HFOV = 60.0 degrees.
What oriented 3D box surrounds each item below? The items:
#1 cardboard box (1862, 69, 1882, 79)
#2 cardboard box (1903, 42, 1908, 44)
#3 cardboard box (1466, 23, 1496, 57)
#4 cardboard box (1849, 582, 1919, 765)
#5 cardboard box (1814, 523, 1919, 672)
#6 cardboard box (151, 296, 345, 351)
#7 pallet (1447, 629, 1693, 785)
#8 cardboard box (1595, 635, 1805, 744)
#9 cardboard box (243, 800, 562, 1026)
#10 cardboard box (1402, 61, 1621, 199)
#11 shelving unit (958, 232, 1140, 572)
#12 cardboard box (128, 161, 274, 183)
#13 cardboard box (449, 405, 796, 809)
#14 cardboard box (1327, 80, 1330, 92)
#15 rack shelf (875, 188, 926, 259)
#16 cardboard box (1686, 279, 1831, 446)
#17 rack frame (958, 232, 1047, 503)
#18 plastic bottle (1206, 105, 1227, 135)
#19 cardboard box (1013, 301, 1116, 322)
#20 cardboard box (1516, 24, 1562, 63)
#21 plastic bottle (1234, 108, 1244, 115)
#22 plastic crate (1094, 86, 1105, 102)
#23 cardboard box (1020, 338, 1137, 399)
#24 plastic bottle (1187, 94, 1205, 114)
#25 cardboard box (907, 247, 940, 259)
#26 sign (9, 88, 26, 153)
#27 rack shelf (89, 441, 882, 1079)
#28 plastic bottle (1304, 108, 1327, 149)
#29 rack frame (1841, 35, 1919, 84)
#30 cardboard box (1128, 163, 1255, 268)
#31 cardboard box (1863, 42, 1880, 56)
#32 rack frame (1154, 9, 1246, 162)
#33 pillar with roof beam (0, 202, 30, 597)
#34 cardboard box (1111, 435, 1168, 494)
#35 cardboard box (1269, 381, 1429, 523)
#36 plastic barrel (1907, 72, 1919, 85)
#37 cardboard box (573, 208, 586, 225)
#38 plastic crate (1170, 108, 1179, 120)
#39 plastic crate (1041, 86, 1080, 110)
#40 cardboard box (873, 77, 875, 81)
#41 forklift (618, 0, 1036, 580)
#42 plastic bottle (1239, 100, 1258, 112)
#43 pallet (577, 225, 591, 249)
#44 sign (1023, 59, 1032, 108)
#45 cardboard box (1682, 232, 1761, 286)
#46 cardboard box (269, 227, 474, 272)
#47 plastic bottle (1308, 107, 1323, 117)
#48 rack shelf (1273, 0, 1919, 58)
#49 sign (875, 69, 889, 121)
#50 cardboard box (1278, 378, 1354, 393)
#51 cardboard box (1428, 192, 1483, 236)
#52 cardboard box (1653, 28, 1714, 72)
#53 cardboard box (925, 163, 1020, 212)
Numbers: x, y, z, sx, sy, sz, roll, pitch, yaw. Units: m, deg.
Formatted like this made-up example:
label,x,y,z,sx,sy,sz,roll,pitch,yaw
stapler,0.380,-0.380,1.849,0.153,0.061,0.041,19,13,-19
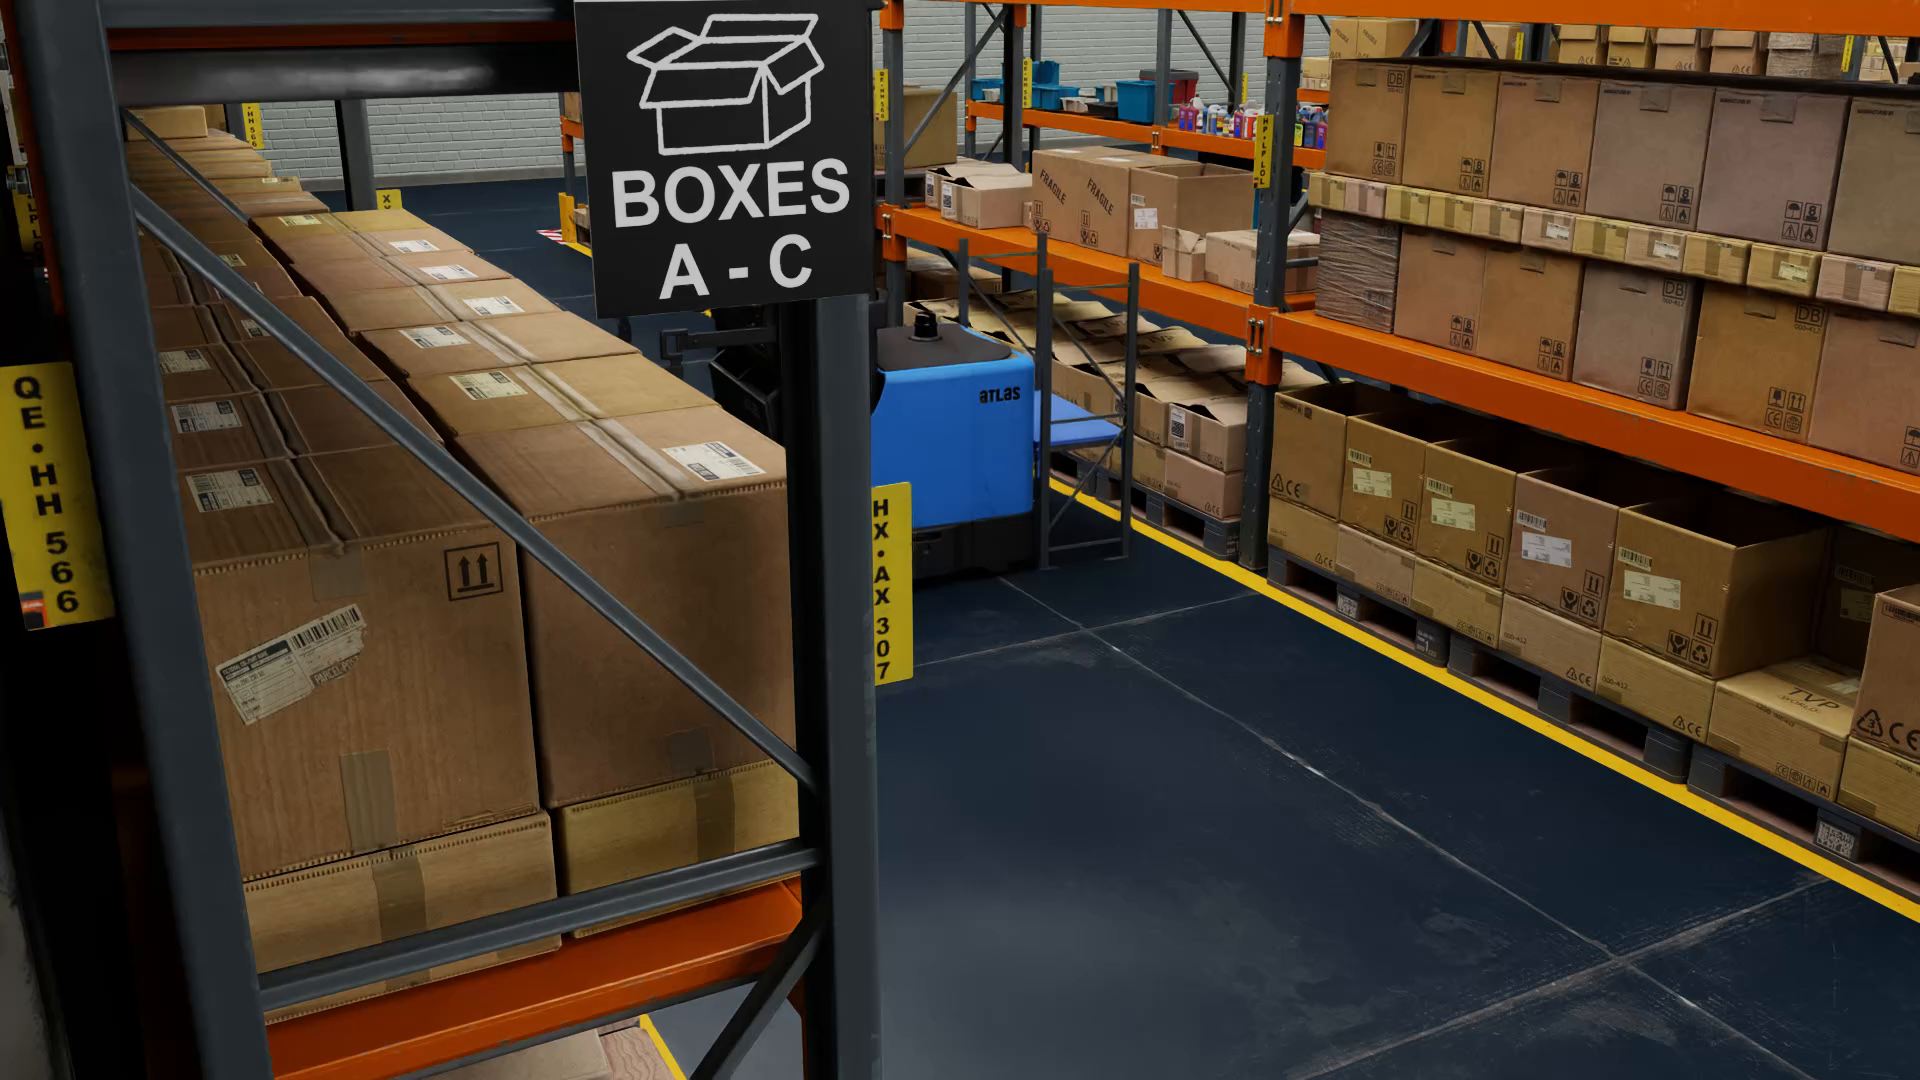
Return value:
label,x,y,z,sx,sy,sz,roll,pitch,yaw
cardboard box,11.230,-5.665,20.267,0.380,0.149,0.250,-10,21,-26
cardboard box,11.807,-6.045,20.456,0.380,0.149,0.250,-11,22,-28
cardboard box,6.094,-5.840,19.659,0.500,0.500,0.500,-10,21,-26
cardboard box,3.244,0.436,5.267,0.500,0.500,0.500,-10,21,-27
cardboard box,3.463,0.212,5.916,0.500,0.500,0.500,-10,21,-27
cardboard box,-1.727,-0.268,3.936,0.500,0.500,0.500,-10,21,-26
pallet,2.785,0.553,6.783,1.003,0.211,1.213,-10,21,-27
cardboard box,2.759,0.505,6.216,0.500,0.250,0.500,-10,21,-27
cardboard box,-0.990,0.523,2.793,0.500,0.250,0.500,-10,21,-26
cardboard box,2.319,-1.740,7.011,0.700,0.500,0.500,-10,21,-27
shelving unit,0.425,-0.742,8.558,0.538,1.500,1.048,-8,21,-22
cardboard box,-3.307,-1.335,7.151,0.700,0.500,0.500,-7,20,-19
cardboard box,-0.559,0.089,2.901,0.500,0.500,0.500,-10,21,-27
cardboard box,5.006,-5.910,21.624,0.380,0.149,0.250,-11,22,-28
rack shelf,-0.988,-2.733,13.134,1.077,0.370,4.000,-10,21,-27
cardboard box,3.066,-0.679,5.925,0.700,0.500,0.500,-10,21,-26
rack frame,0.227,-0.894,9.001,0.500,1.500,0.032,-8,21,-22
plastic bottle,2.482,-4.058,16.060,0.152,0.276,0.135,-10,21,-27
cardboard box,0.680,-1.403,10.886,0.500,0.311,0.500,-10,22,-27
cardboard box,6.780,-5.782,19.491,0.500,0.500,0.500,-10,21,-27
plastic bottle,2.794,-4.232,16.679,0.097,0.201,0.097,0,19,0
plastic crate,1.725,-4.961,18.652,0.416,0.233,0.300,-10,21,-27
cardboard box,0.694,-1.023,9.788,0.500,0.311,0.500,-10,22,-27
plastic bottle,2.324,-4.228,16.437,0.144,0.351,0.185,-10,21,-27
cardboard box,-0.490,-1.995,13.048,0.500,0.500,0.500,-10,22,-27
sign,-4.883,-2.191,8.685,0.100,0.325,0.005,-10,21,-27
rack shelf,-1.547,0.332,4.252,1.077,0.370,4.000,-10,21,-27
plastic bottle,3.174,-3.672,14.828,0.144,0.351,0.185,-10,21,-27
rack frame,8.682,-4.033,15.796,1.000,3.000,0.127,-10,21,-27
cardboard box,1.261,-1.772,9.093,0.500,0.500,0.500,-8,21,-23
cardboard box,11.115,-6.018,20.378,0.380,0.149,0.250,-9,21,-25
rack frame,2.423,-4.414,16.901,1.000,3.000,0.127,-10,21,-27
pillar with roof beam,-0.751,-4.726,8.610,9.100,9.000,0.400,-10,21,-27
cardboard box,1.171,-0.469,9.041,0.500,0.250,0.500,-10,22,-27
cardboard box,1.806,-0.423,7.756,0.500,0.500,0.500,-10,21,-27
plastic barrel,6.305,-2.512,10.621,0.600,0.901,0.708,-10,21,-27
cardboard box,-3.941,-3.483,17.899,0.380,0.149,0.250,-10,21,-27
plastic crate,2.328,-4.473,17.385,0.396,0.136,0.243,-10,21,-27
plastic crate,1.119,-4.925,18.548,0.416,0.233,0.300,-10,21,-27
cardboard box,-1.044,-3.396,13.153,0.700,0.500,0.500,-17,25,-40
forklift,-1.191,-1.190,7.663,3.031,2.935,1.130,-8,21,-22
plastic bottle,2.895,-4.292,16.738,0.152,0.276,0.135,-10,21,-27
pallet,-3.422,-3.227,17.737,1.003,0.211,1.213,-10,21,-27
sign,0.449,-3.133,11.416,0.100,0.325,0.005,-10,21,-27
cardboard box,2.795,-1.008,5.884,0.380,0.149,0.250,-9,21,-25
cardboard box,-1.758,-0.645,5.030,0.500,0.500,0.500,-10,21,-27
plastic bottle,3.372,-4.004,15.903,0.152,0.276,0.135,-10,21,-27
rack shelf,2.811,-1.855,5.989,1.077,0.370,4.000,-10,21,-27
sign,-0.511,-2.922,10.925,0.100,0.325,0.005,-10,21,-27
cardboard box,1.884,-0.672,8.769,0.500,0.311,0.500,-10,21,-26
cardboard box,2.187,-1.377,6.952,0.380,0.149,0.250,-10,22,-27
cardboard box,7.717,-5.145,17.330,0.797,0.503,0.637,-9,21,-25
cardboard box,0.096,-2.346,11.045,0.500,0.311,0.500,-9,21,-23
